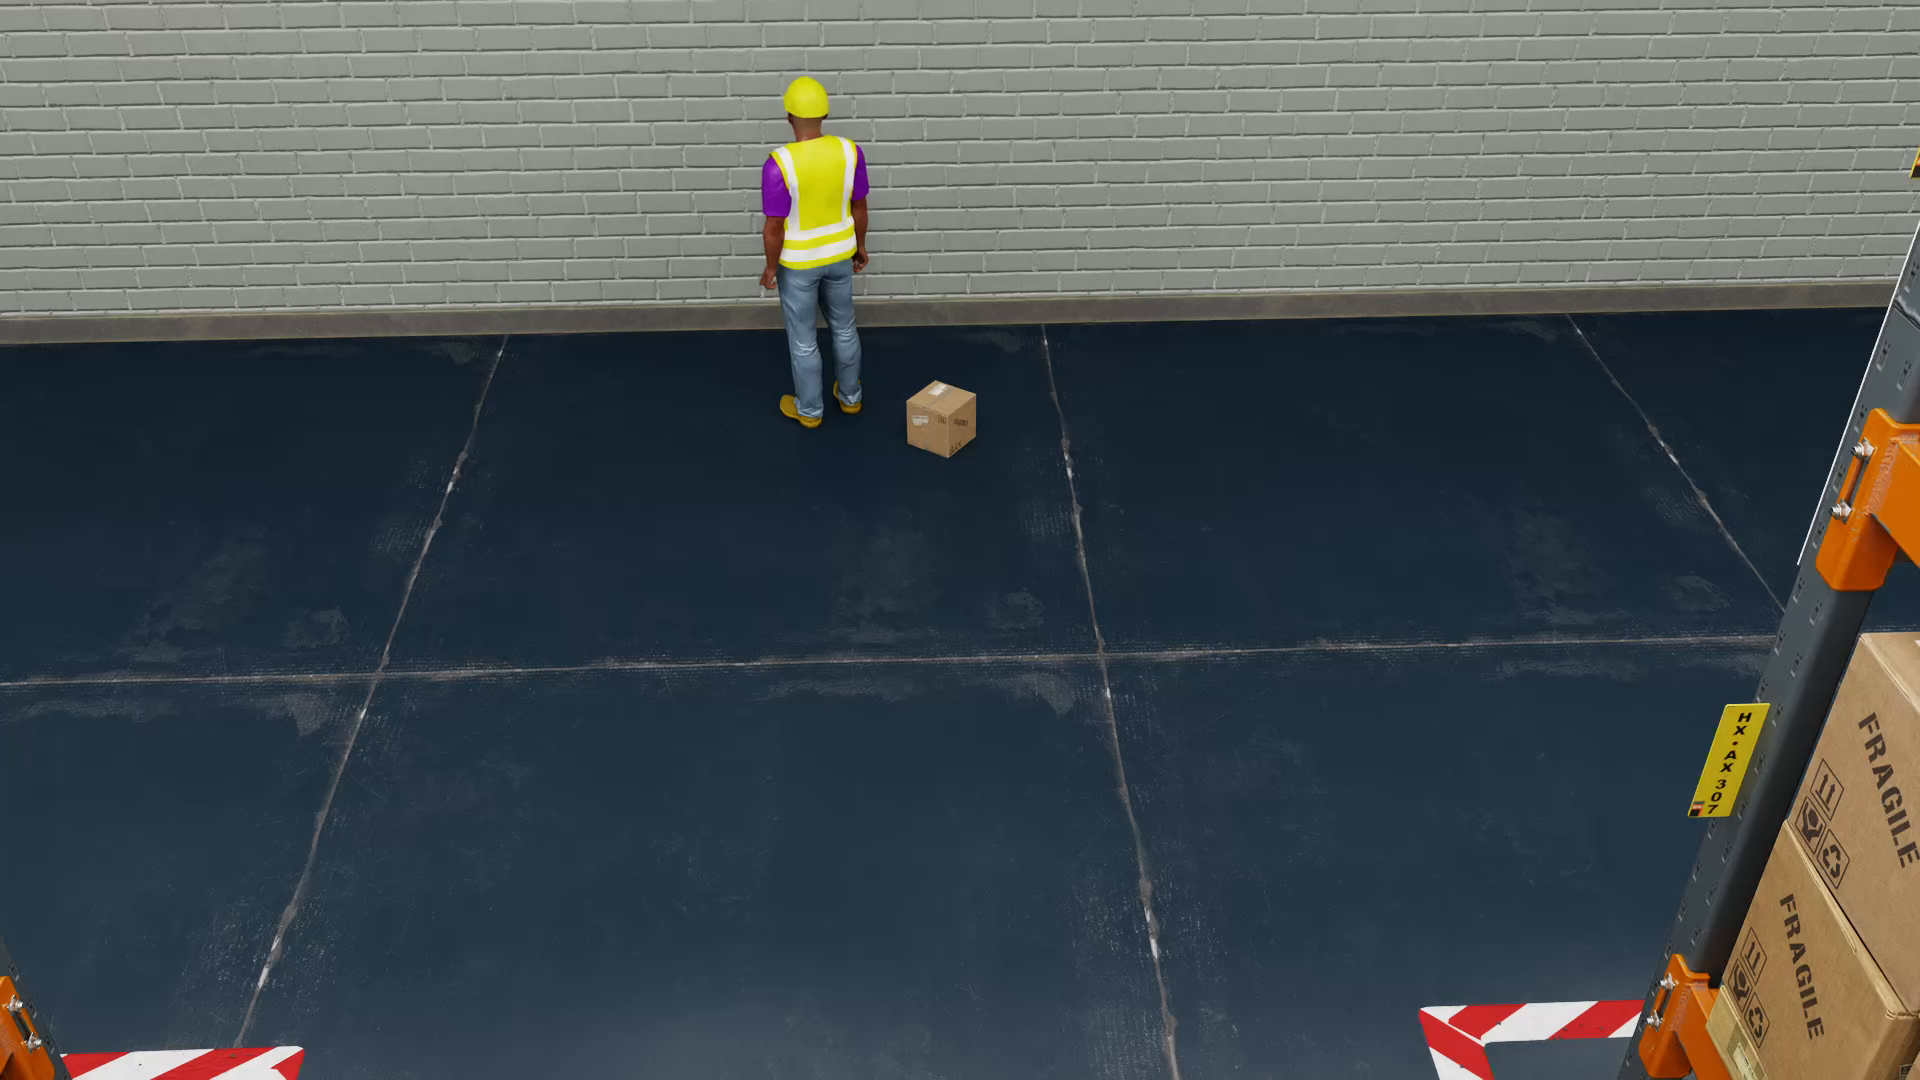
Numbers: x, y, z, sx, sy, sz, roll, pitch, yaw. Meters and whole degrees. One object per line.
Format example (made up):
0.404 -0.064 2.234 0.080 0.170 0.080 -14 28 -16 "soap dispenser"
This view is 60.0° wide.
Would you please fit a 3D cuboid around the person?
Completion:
-0.717 -1.391 8.104 0.562 1.771 0.368 -18 39 -24 "person"
